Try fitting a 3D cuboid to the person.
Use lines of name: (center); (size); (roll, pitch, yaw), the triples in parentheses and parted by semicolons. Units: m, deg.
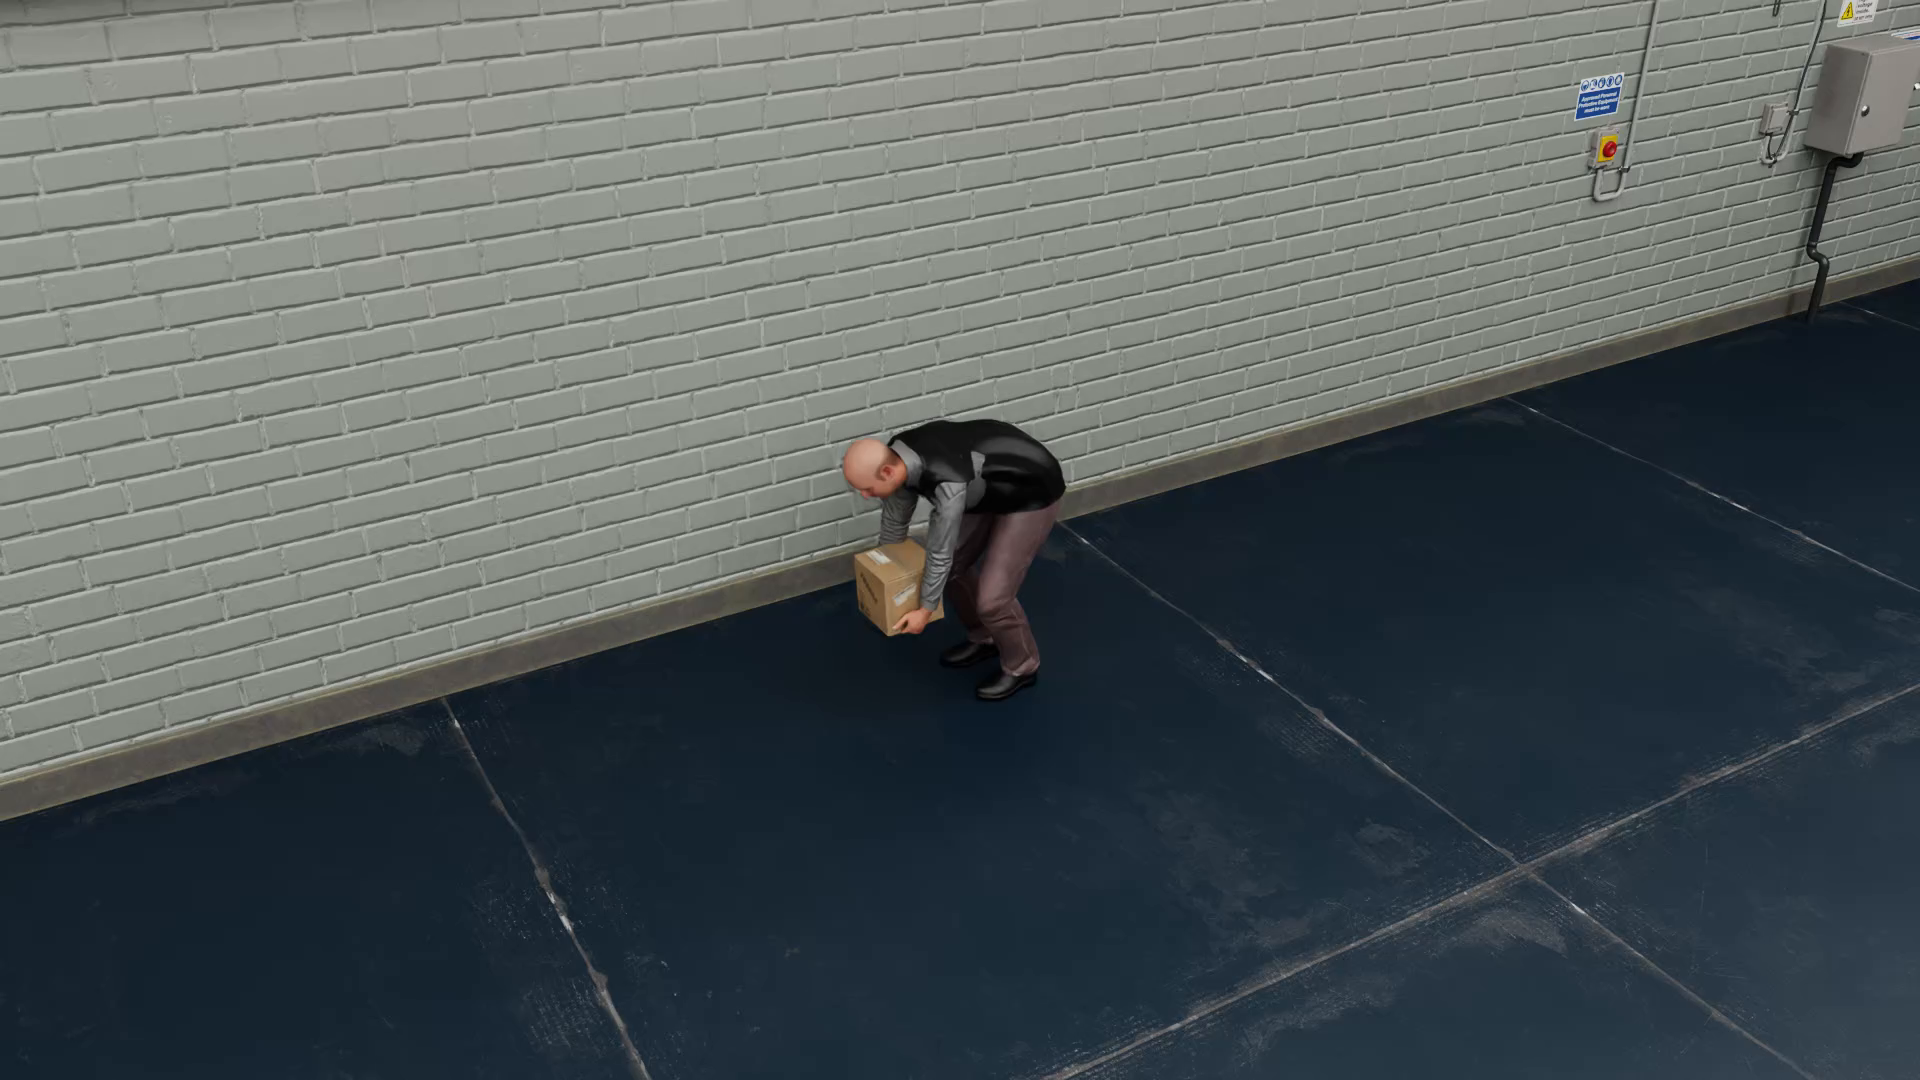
person: (-0.034, 0.073, 6.553); (0.926, 1.208, 0.478); (-17, 33, -28)
